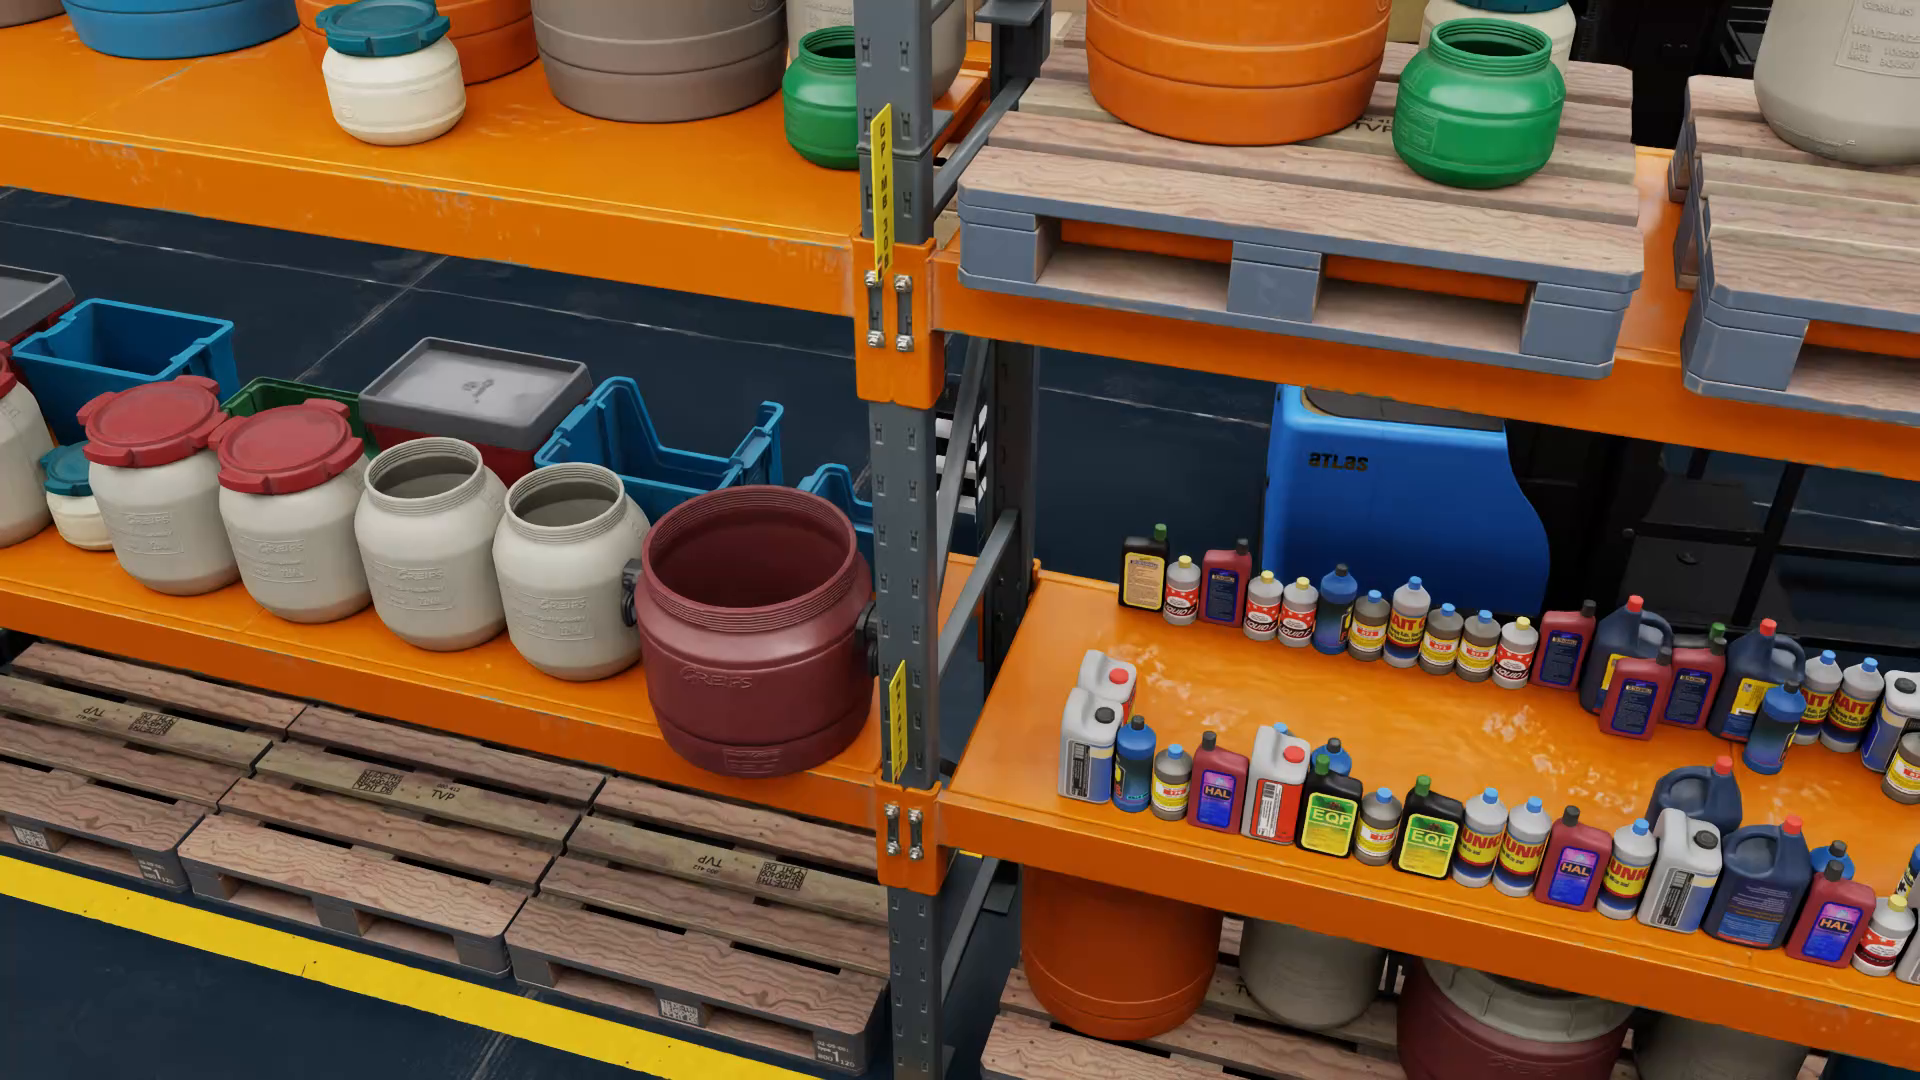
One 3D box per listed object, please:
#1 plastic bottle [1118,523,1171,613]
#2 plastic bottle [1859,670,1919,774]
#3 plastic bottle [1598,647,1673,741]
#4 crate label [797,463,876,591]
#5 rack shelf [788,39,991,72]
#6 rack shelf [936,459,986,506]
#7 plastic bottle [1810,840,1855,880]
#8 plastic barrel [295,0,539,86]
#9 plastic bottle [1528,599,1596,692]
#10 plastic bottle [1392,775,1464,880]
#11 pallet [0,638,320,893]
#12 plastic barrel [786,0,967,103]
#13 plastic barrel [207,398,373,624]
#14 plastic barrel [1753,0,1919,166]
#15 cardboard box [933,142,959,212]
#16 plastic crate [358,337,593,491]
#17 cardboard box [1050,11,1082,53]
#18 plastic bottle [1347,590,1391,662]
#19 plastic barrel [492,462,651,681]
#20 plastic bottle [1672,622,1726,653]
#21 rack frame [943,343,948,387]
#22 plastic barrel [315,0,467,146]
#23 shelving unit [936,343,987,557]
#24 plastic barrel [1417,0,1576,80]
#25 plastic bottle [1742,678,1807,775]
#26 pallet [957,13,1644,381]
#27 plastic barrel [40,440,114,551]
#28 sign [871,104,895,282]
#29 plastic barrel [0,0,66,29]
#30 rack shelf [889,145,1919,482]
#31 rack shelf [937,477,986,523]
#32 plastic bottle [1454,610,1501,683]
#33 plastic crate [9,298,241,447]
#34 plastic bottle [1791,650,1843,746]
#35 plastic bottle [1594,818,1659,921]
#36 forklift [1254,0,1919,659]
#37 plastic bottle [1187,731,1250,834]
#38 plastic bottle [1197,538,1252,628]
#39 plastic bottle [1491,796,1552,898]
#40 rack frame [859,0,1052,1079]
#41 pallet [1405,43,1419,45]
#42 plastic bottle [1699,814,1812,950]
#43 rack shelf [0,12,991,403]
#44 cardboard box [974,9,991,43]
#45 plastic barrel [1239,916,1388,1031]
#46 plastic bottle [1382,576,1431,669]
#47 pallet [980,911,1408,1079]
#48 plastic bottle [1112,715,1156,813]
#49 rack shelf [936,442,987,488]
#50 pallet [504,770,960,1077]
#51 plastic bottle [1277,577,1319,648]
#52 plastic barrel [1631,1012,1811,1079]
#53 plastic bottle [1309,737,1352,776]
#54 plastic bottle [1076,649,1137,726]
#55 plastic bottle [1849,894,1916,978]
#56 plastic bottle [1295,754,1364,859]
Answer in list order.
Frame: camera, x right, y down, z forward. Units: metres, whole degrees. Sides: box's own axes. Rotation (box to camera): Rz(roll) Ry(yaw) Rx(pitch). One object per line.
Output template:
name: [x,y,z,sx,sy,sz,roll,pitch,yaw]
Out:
plastic bottle: [0.524,0.071,4.721,0.133,0.283,0.061,10,38,14]
plastic bottle: [2.395,0.449,4.214,0.135,0.276,0.152,10,38,14]
plastic bottle: [1.749,0.387,4.292,0.133,0.283,0.061,10,38,14]
crate label: [-0.280,-0.025,4.895,0.416,0.233,0.303,10,38,14]
rack shelf: [-0.418,-2.672,8.957,4.000,0.370,1.077,10,38,14]
rack shelf: [0.008,-0.262,7.054,0.200,0.077,0.258,10,38,14]
plastic bottle: [1.948,0.784,3.762,0.097,0.271,0.097,0,36,0]
plastic barrel: [-1.333,-1.571,3.961,0.708,0.830,0.600,10,38,14]
plastic bottle: [1.615,0.273,4.447,0.133,0.283,0.061,10,38,14]
plastic bottle: [1.104,0.672,3.904,0.133,0.283,0.061,10,38,14]
pallet: [-3.046,0.727,6.084,1.213,0.211,1.003,10,38,14]
plastic barrel: [-0.194,-1.287,3.844,0.421,0.512,0.421,0,36,0]
plastic barrel: [-1.846,-0.069,4.698,0.433,0.535,0.433,0,36,0]
plastic barrel: [1.748,-1.010,3.092,0.433,0.535,0.433,0,36,0]
cardboard box: [-0.061,-2.028,8.967,0.500,0.311,0.500,10,38,14]
plastic crate: [-1.440,-0.291,5.060,0.583,0.464,0.402,10,38,14]
cardboard box: [0.551,-2.510,8.341,0.250,0.149,0.380,10,38,14]
plastic bottle: [1.128,0.227,4.578,0.097,0.201,0.097,0,36,0]
plastic barrel: [-1.035,0.088,4.506,0.421,0.512,0.421,0,36,0]
plastic bottle: [1.919,0.329,4.371,0.133,0.283,0.061,10,38,14]
rack frame: [-0.089,-0.379,7.006,0.006,0.900,0.240,10,38,14]
plastic barrel: [-1.273,-1.051,3.734,0.301,0.262,0.301,0,36,0]
shelving unit: [0.008,-0.361,6.981,0.210,0.900,0.258,10,38,14]
plastic barrel: [1.078,-1.021,3.339,0.301,0.262,0.301,0,36,0]
plastic bottle: [2.064,0.462,4.201,0.097,0.271,0.097,0,36,0]
pallet: [0.712,-0.748,3.364,1.213,0.211,1.003,10,38,14]
plastic barrel: [-2.590,-0.137,5.022,0.301,0.262,0.301,0,36,0]
sign: [-0.147,-0.659,3.173,0.005,0.325,0.100,10,38,14]
plastic barrel: [-2.633,-1.840,4.267,0.600,0.901,0.600,0,36,0]
rack shelf: [1.920,-0.371,3.300,4.000,0.370,1.077,10,38,14]
rack shelf: [0.008,-0.189,7.108,0.200,0.077,0.258,10,38,14]
plastic bottle: [1.407,0.279,4.508,0.097,0.201,0.097,0,36,0]
plastic crate: [-2.662,-0.488,5.396,0.575,0.384,0.392,10,38,14]
plastic bottle: [2.200,0.398,4.288,0.097,0.271,0.097,0,36,0]
plastic bottle: [1.532,0.745,3.816,0.097,0.271,0.097,0,36,0]
forklift: [2.741,-0.892,5.989,3.031,2.935,1.130,6,37,8]
plastic bottle: [0.628,0.584,4.024,0.133,0.283,0.061,10,38,14]
plastic bottle: [0.744,0.112,4.666,0.133,0.283,0.061,10,38,14]
plastic bottle: [1.312,0.704,3.871,0.097,0.271,0.097,0,36,0]
rack frame: [0.011,0.194,4.456,0.127,3.000,1.000,10,38,14]
pallet: [2.159,-2.451,8.211,1.003,0.211,1.213,10,38,14]
plastic bottle: [1.802,0.749,3.744,0.185,0.351,0.144,10,38,14]
rack shelf: [-1.898,-1.078,4.260,4.000,0.370,1.077,10,38,14]
cardboard box: [0.257,-2.700,8.600,0.250,0.149,0.380,13,38,17]
plastic barrel: [1.048,1.153,4.898,0.421,0.512,0.421,0,36,0]
plastic bottle: [1.221,0.216,4.534,0.097,0.271,0.097,0,36,0]
pallet: [0.776,1.433,5.125,1.213,0.211,1.003,10,38,14]
plastic bottle: [0.430,0.541,4.093,0.097,0.271,0.097,0,36,0]
rack shelf: [0.008,-0.334,7.001,0.200,0.077,0.258,10,38,14]
pallet: [-0.717,1.158,5.499,1.213,0.211,1.003,10,38,14]
plastic bottle: [0.942,0.193,4.625,0.097,0.201,0.097,0,36,0]
plastic barrel: [2.126,1.352,4.627,0.421,0.512,0.421,0,36,0]
plastic bottle: [0.890,0.588,4.029,0.097,0.271,0.097,0,36,0]
plastic bottle: [0.373,0.417,4.257,0.135,0.276,0.152,10,38,14]
plastic bottle: [2.057,0.871,3.704,0.097,0.201,0.097,0,36,0]
plastic bottle: [0.883,0.632,3.960,0.133,0.283,0.061,10,38,14]
